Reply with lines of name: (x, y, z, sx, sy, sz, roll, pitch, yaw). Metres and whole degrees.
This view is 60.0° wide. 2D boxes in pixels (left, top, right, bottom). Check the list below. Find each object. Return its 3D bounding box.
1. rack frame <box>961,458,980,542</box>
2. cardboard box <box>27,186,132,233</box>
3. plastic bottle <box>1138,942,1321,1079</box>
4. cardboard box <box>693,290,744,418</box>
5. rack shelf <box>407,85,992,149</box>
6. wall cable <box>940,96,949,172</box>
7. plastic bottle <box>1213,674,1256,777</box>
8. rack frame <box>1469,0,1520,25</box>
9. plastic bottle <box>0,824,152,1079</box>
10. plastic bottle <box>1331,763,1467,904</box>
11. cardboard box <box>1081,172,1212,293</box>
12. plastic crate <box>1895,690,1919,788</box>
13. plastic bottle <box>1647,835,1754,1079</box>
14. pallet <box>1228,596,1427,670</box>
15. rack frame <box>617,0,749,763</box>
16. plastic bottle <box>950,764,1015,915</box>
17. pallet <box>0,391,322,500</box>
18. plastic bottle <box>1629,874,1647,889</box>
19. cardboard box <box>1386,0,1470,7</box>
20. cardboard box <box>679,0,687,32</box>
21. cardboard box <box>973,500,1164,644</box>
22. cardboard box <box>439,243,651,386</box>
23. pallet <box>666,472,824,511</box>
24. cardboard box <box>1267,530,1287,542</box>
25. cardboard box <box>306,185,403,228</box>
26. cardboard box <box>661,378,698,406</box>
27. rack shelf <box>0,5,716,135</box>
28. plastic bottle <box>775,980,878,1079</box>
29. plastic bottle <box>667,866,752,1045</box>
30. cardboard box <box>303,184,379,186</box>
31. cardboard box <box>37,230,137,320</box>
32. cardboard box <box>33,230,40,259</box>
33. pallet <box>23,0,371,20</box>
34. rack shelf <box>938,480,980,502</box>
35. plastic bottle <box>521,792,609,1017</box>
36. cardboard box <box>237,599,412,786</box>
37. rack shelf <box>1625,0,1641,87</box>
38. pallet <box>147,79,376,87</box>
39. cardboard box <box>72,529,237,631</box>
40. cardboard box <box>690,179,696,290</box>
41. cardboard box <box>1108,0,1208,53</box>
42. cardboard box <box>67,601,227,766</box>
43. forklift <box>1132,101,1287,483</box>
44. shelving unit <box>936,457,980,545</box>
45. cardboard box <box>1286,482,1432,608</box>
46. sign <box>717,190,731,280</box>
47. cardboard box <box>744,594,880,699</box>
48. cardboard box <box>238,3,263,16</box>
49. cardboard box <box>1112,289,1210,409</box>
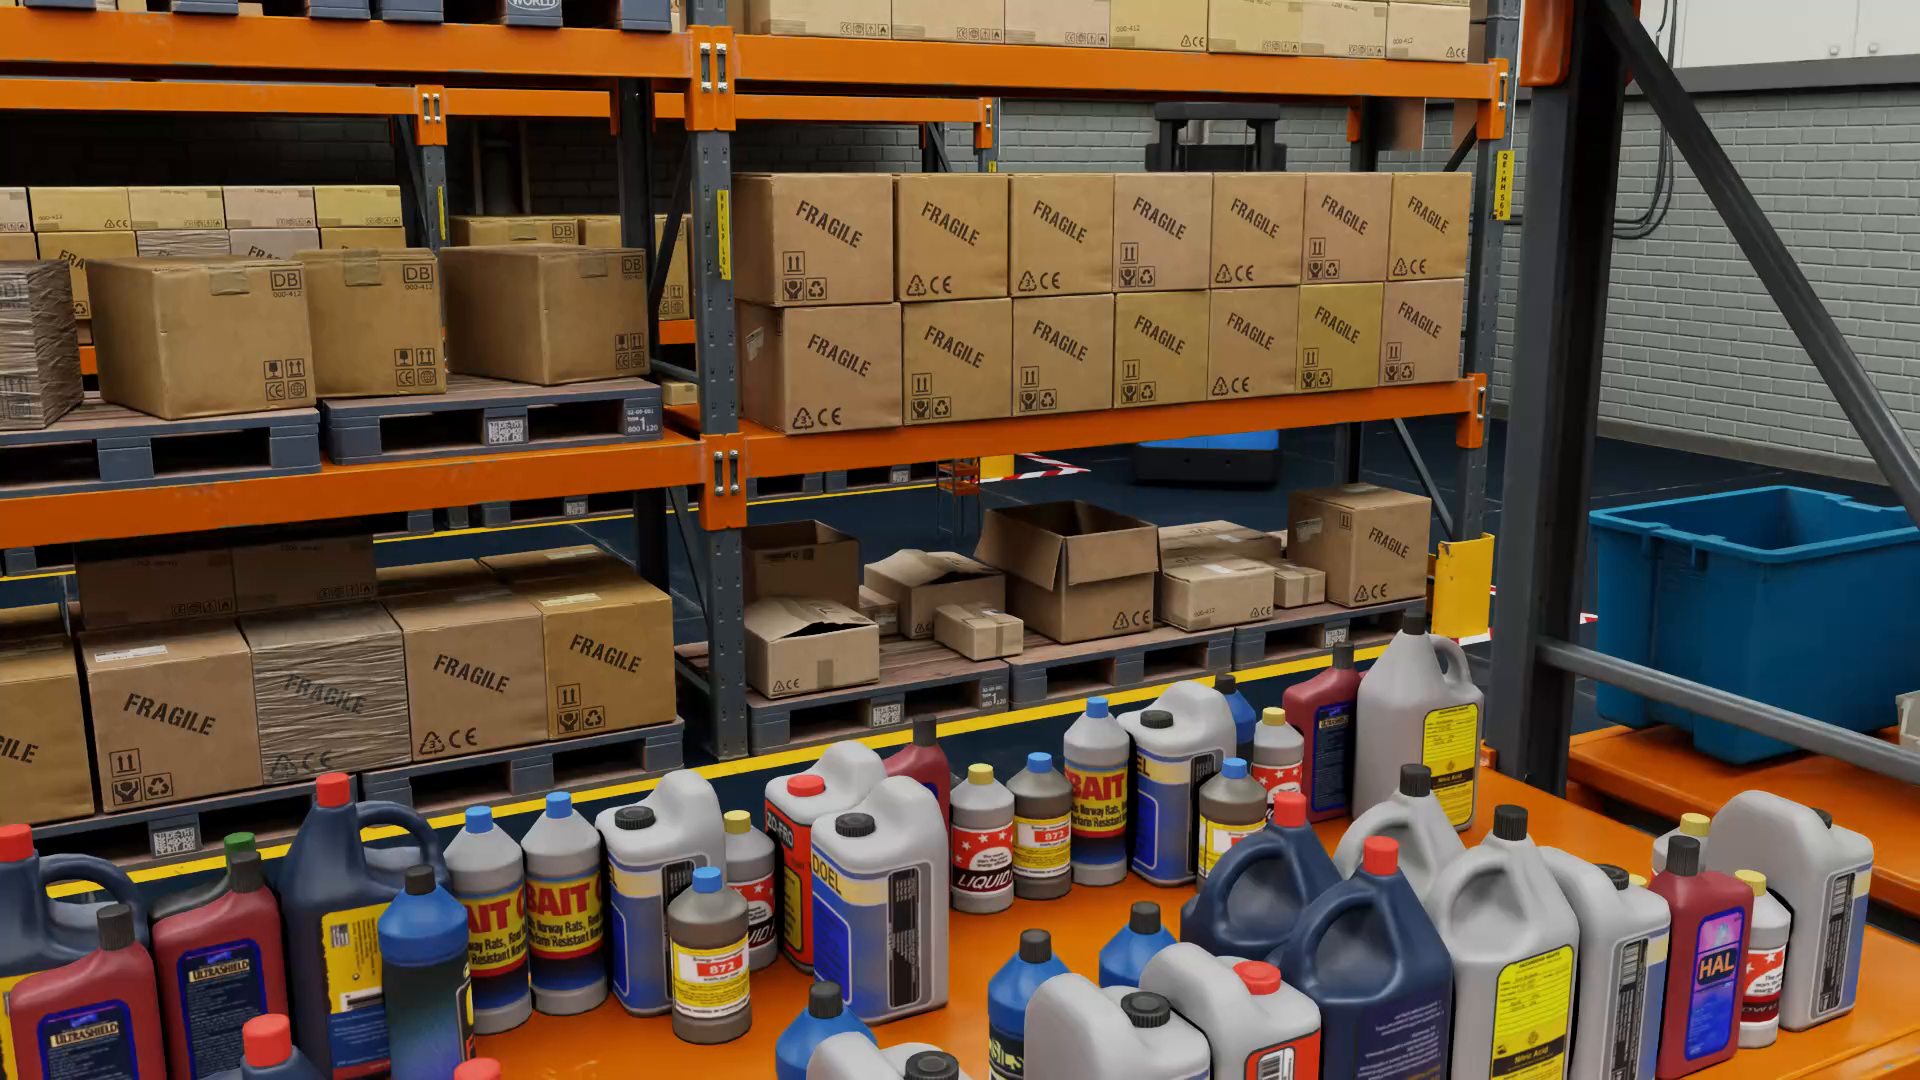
rack frame: (0.068, -0.593, 10.513, 0.006, 1.200, 0.240, -7, 14, -28)
cardboard box: (-5.157, -1.940, 9.737, 0.500, 0.250, 0.500, -7, 15, -29)
plastic bottle: (0.271, 0.537, 1.673, 0.135, 0.276, 0.152, -7, 14, -28)
cardboard box: (-0.829, -0.824, 7.213, 0.500, 0.500, 0.500, -7, 14, -27)
rack shelf: (-1.766, -2.951, 11.695, 4.000, 0.370, 1.077, -7, 14, -28)
wall cable: (0.660, -2.861, 14.178, 1.851, 1.984, 0.084, -7, 14, -28)
plastic bottle: (0.404, 0.340, 2.558, 0.097, 0.271, 0.097, 0, 13, 0)
rack frame: (2.366, -4.021, 7.982, 0.127, 3.000, 1.000, -7, 14, -28)
plastic bottle: (-0.972, 0.472, 1.790, 0.185, 0.351, 0.144, -7, 14, -28)
plastic bottle: (0.506, 0.437, 1.946, 0.185, 0.351, 0.144, -7, 14, -28)
cardboard box: (0.760, -1.368, 7.353, 0.500, 0.500, 0.500, -6, 14, -26)
plastic crate: (1.702, 0.359, 2.645, 0.243, 0.136, 0.396, -7, 14, -28)
plastic bottle: (0.853, 0.475, 1.932, 0.133, 0.283, 0.061, -7, 14, -28)
pallet: (1.600, 0.358, 8.538, 1.213, 0.211, 1.003, -7, 14, -28)
rack frame: (-1.145, -0.674, 6.771, 0.127, 3.000, 1.000, -7, 14, -28)
plastic bottle: (0.029, 0.419, 2.366, 0.097, 0.201, 0.097, 0, 13, 0)
pallet: (-2.951, -0.365, 5.835, 1.213, 0.211, 1.003, -7, 14, -28)
plastic bottle: (0.799, 0.502, 2.000, 0.097, 0.201, 0.097, 0, 13, 0)
cardboard box: (2.037, -2.625, 7.814, 0.500, 0.250, 0.500, -7, 14, -28)
cardboard box: (-0.846, -2.166, 6.913, 0.500, 0.250, 0.500, -7, 14, -28)
cardboard box: (0.501, 0.131, 7.879, 0.637, 0.503, 0.797, -7, 14, -28)
cardboard box: (-1.668, -0.921, 6.684, 0.700, 0.500, 0.500, 11, 17, 41)
pallet: (-1.745, -0.462, 12.180, 1.213, 0.211, 1.003, -7, 14, -28)
cardboard box: (1.834, 0.060, 9.004, 0.250, 0.149, 0.380, -7, 14, -28)
cardboard box: (-3.809, -2.099, 10.445, 0.500, 0.250, 0.500, -6, 14, -26)
cardboard box: (-1.970, -1.044, 11.678, 0.250, 0.149, 0.380, -7, 15, -29)
rack shelf: (-2.901, -1.576, 5.585, 4.000, 0.370, 1.077, -7, 14, -28)
plastic bottle: (-0.127, 0.556, 1.601, 0.097, 0.271, 0.097, 0, 13, 0)
plastic bottle: (-0.304, 0.497, 2.020, 0.097, 0.201, 0.097, 0, 13, 0)
cardboard box: (-4.051, -2.199, 10.891, 0.500, 0.250, 0.500, -6, 14, -26)
cardboard box: (-5.130, -1.574, 9.821, 0.500, 0.500, 0.500, -6, 14, -26)
cardboard box: (-5.401, -1.671, 10.251, 0.500, 0.500, 0.500, -6, 14, -26)
pallet: (-2.660, -1.881, 5.730, 1.003, 0.211, 1.213, -7, 14, -28)
rack shelf: (-0.013, -0.306, 10.533, 0.180, 0.103, 0.258, -7, 14, -28)
plastic bottle: (-0.495, 0.448, 2.079, 0.097, 0.271, 0.097, 0, 13, 0)
cardboard box: (-2.319, 0.541, 6.063, 0.500, 0.500, 0.500, -7, 14, -27)
rack shelf: (2.980, -1.042, 3.212, 4.000, 0.370, 1.077, -7, 14, -28)
pallet: (-4.303, -2.892, 10.232, 1.217, 0.209, 0.805, -8, 15, -30)
cardboard box: (-3.004, 0.127, 6.195, 0.500, 0.250, 0.500, -7, 15, -29)
cardboard box: (-0.825, -1.313, 7.108, 0.500, 0.500, 0.500, -7, 14, -28)
cardboard box: (0.718, -2.225, 7.173, 0.500, 0.250, 0.500, -7, 14, -28)
cardboard box: (-3.036, 0.498, 6.258, 0.500, 0.500, 0.500, -7, 15, -30)
forklift: (2.017, -2.124, 13.371, 1.130, 2.935, 3.031, 2, 13, 8)
shelving unit: (-0.013, -0.584, 10.471, 0.189, 1.200, 0.258, -7, 14, -28)
cardboard box: (2.007, 0.015, 8.402, 0.500, 0.500, 0.500, -7, 14, -28)
sign: (-0.876, -1.132, 6.170, 0.005, 0.325, 0.100, -7, 14, -28)
cardboard box: (-0.673, 0.421, 7.029, 0.500, 0.311, 0.500, -7, 14, -28)
cardboard box: (-4.347, -3.283, 10.305, 0.500, 0.500, 0.700, -8, 15, -31)
cardboard box: (0.767, -0.884, 7.478, 0.500, 0.500, 0.500, -7, 14, -29)
